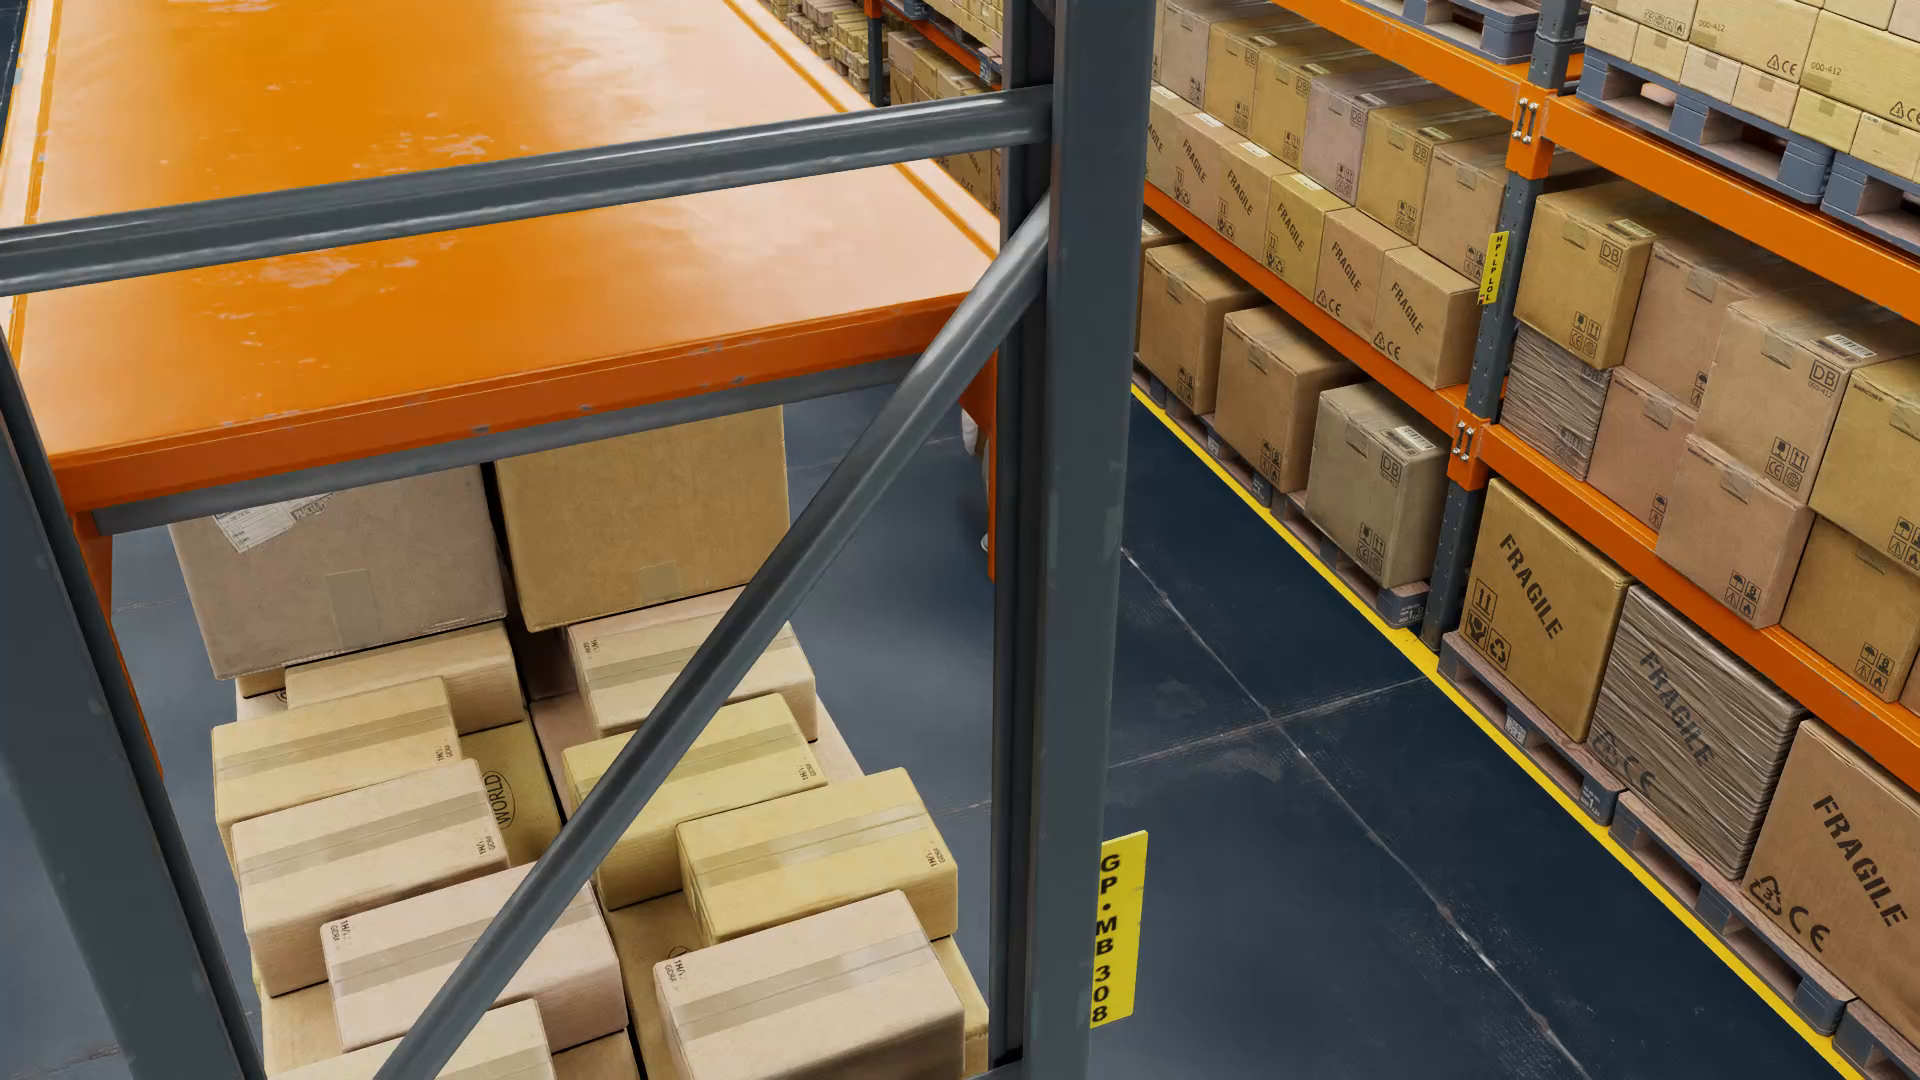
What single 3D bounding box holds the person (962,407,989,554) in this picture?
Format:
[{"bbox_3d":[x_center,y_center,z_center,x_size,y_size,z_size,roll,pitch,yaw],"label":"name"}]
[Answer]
[{"bbox_3d":[0.226,-0.601,8.755,0.408,1.305,0.887,-14,36,-20],"label":"person"}]
